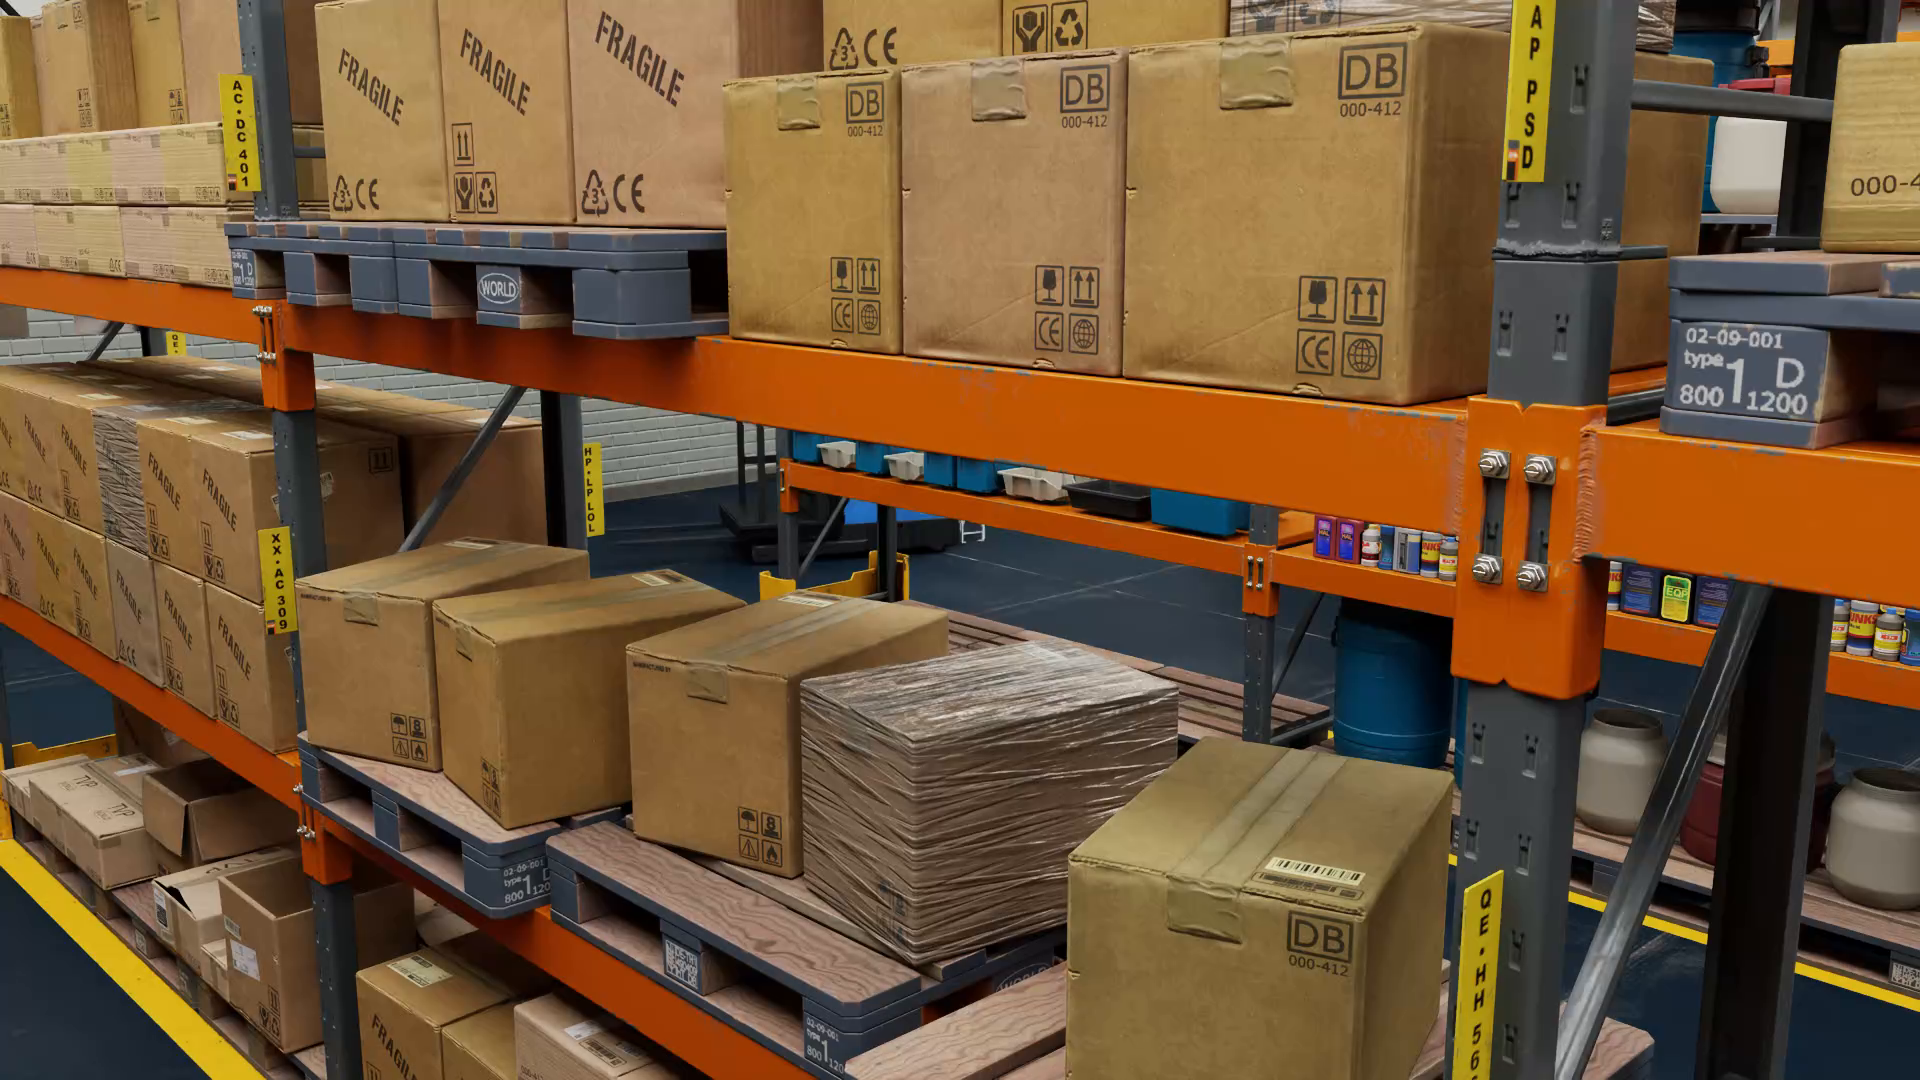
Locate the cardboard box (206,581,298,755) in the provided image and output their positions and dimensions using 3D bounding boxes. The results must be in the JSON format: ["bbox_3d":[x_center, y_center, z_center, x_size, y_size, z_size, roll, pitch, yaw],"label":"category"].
[{"bbox_3d":[-2.218,0.385,5.698,0.500,0.500,0.500,-11,16,-42],"label":"cardboard box"}]

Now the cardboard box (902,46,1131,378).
[{"bbox_3d":[0.397,-0.596,3.029,0.910,0.500,0.500,-11,16,-43],"label":"cardboard box"}]

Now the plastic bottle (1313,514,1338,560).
[{"bbox_3d":[1.842,-0.048,8.339,0.061,0.283,0.133,-11,16,-43],"label":"plastic bottle"}]

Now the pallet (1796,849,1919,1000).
[{"bbox_3d":[4.085,1.622,6.853,1.003,0.211,1.213,-11,16,-43],"label":"pallet"}]

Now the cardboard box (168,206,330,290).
[{"bbox_3d":[-2.216,-0.958,5.404,0.500,0.250,0.500,-11,16,-43],"label":"cardboard box"}]

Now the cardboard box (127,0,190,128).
[{"bbox_3d":[-2.643,-1.767,6.233,0.700,0.500,0.500,-11,16,-43],"label":"cardboard box"}]

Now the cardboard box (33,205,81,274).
[{"bbox_3d":[-3.247,-1.178,6.472,0.500,0.250,0.500,-11,16,-43],"label":"cardboard box"}]

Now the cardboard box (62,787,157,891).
[{"bbox_3d":[-3.589,1.284,7.309,0.500,0.250,0.500,-11,16,-43],"label":"cardboard box"}]

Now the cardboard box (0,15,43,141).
[{"bbox_3d":[-3.799,-1.963,7.183,0.700,0.500,0.500,-11,16,-43],"label":"cardboard box"}]

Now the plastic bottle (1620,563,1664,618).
[{"bbox_3d":[2.983,0.148,7.221,0.144,0.351,0.185,-11,16,-43],"label":"plastic bottle"}]

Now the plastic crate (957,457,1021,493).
[{"bbox_3d":[0.184,-0.431,10.177,0.416,0.233,0.300,-11,16,-43],"label":"plastic crate"}]

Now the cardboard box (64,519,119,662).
[{"bbox_3d":[-3.285,0.162,6.784,0.500,0.500,0.500,-11,16,-42],"label":"cardboard box"}]

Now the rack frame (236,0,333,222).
[{"bbox_3d":[-1.687,-2.467,4.922,1.000,3.000,0.127,-11,16,-43],"label":"rack frame"}]

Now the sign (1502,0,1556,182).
[{"bbox_3d":[0.681,-0.592,1.974,0.100,0.325,0.005,-11,16,-43],"label":"sign"}]

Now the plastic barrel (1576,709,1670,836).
[{"bbox_3d":[3.075,1.075,7.725,0.421,0.512,0.421,0,12,0],"label":"plastic barrel"}]

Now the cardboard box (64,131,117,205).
[{"bbox_3d":[-2.906,-1.349,6.063,0.500,0.250,0.500,-11,16,-43],"label":"cardboard box"}]

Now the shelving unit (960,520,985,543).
[{"bbox_3d":[0.007,-0.616,15.266,0.258,1.200,0.503,-6,13,-26],"label":"shelving unit"}]

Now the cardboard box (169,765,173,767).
[{"bbox_3d":[-3.682,1.177,8.036,0.380,0.166,0.250,-11,16,-43],"label":"cardboard box"}]

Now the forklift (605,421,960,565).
[{"bbox_3d":[-1.577,-1.340,14.488,3.031,2.935,1.130,-4,12,-17],"label":"forklift"}]

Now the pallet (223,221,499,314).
[{"bbox_3d":[-1.288,-0.801,4.734,1.213,0.211,1.003,-11,16,-43],"label":"pallet"}]

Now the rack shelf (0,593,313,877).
[{"bbox_3d":[-3.069,0.532,7.017,1.077,0.370,4.000,-11,16,-43],"label":"rack shelf"}]

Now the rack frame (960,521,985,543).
[{"bbox_3d":[0.115,-0.572,15.052,0.240,1.200,0.015,-6,13,-26],"label":"rack frame"}]

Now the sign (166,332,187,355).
[{"bbox_3d":[-4.035,-0.908,8.573,0.100,0.325,0.005,-11,16,-43],"label":"sign"}]

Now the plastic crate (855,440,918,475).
[{"bbox_3d":[-0.478,-0.571,10.856,0.416,0.233,0.300,-11,16,-43],"label":"plastic crate"}]

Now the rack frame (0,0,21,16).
[{"bbox_3d":[-4.450,-3.050,7.756,1.000,3.000,0.127,-11,16,-43],"label":"rack frame"}]

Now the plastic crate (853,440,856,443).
[{"bbox_3d":[-0.498,-0.826,11.588,0.616,0.435,0.499,-11,16,-43],"label":"plastic crate"}]

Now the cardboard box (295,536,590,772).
[{"bbox_3d":[-1.522,0.317,4.988,0.500,0.500,0.700,6,13,26],"label":"cardboard box"}]

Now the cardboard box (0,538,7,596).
[{"bbox_3d":[-4.334,-0.060,7.858,0.500,0.500,0.500,-10,16,-41],"label":"cardboard box"}]

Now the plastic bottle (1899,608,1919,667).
[{"bbox_3d":[3.712,0.348,6.448,0.097,0.271,0.097,0,12,0],"label":"plastic bottle"}]

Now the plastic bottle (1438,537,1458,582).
[{"bbox_3d":[2.322,0.088,7.881,0.097,0.201,0.097,0,12,0],"label":"plastic bottle"}]

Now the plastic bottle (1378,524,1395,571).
[{"bbox_3d":[2.095,0.006,8.107,0.097,0.271,0.097,0,12,0],"label":"plastic bottle"}]

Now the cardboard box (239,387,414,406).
[{"bbox_3d":[-2.521,-0.325,6.670,0.500,0.500,0.500,11,16,43],"label":"cardboard box"}]

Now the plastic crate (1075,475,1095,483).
[{"bbox_3d":[0.976,-0.438,10.087,0.437,0.282,0.530,-11,16,-43],"label":"plastic crate"}]

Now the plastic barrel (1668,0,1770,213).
[{"bbox_3d":[3.187,-1.911,7.374,0.600,0.901,0.708,-11,16,-43],"label":"plastic barrel"}]

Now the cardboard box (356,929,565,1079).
[{"bbox_3d":[-1.530,1.585,5.228,0.500,0.500,0.500,11,16,43],"label":"cardboard box"}]

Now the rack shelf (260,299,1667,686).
[{"bbox_3d":[-0.306,-0.353,3.881,1.077,0.370,4.000,-11,16,-43],"label":"rack shelf"}]

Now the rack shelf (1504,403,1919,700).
[{"bbox_3d":[2.456,0.230,1.047,1.077,0.370,4.000,-11,16,-43],"label":"rack shelf"}]

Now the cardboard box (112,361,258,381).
[{"bbox_3d":[-3.594,-0.551,7.763,0.500,0.500,0.500,-10,16,-41],"label":"cardboard box"}]

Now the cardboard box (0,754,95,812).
[{"bbox_3d":[-4.409,1.178,8.075,0.380,0.149,0.250,-11,16,-43],"label":"cardboard box"}]

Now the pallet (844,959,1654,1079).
[{"bbox_3d":[0.556,1.060,3.146,1.213,0.211,1.003,-11,16,-43],"label":"pallet"}]

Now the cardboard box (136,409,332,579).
[{"bbox_3d":[-2.580,-0.179,5.961,0.500,0.500,0.500,-11,16,-44],"label":"cardboard box"}]

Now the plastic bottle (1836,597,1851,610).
[{"bbox_3d":[3.897,0.165,7.335,0.097,0.271,0.097,0,12,0],"label":"plastic bottle"}]

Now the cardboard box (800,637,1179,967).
[{"bbox_3d":[0.065,0.564,3.788,0.700,0.500,0.500,-7,14,-32],"label":"cardboard box"}]

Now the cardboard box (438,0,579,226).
[{"bbox_3d":[-0.915,-1.123,4.298,0.600,0.600,0.600,-11,16,-43],"label":"cardboard box"}]

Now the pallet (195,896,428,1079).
[{"bbox_3d":[-2.161,1.737,6.296,1.003,0.211,1.213,-11,16,-43],"label":"pallet"}]

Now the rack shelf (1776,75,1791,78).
[{"bbox_3d":[7.756,-4.461,16.393,1.077,0.370,4.000,-11,16,-43],"label":"rack shelf"}]

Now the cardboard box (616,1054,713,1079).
[{"bbox_3d":[-0.492,1.437,4.089,0.500,0.250,0.500,-11,16,-44],"label":"cardboard box"}]

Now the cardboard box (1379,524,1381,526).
[{"bbox_3d":[3.846,-0.442,14.187,0.875,0.875,0.875,-11,16,-43],"label":"cardboard box"}]

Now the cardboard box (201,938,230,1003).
[{"bbox_3d":[-2.588,1.562,6.208,0.380,0.149,0.250,-11,16,-43],"label":"cardboard box"}]

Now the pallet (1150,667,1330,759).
[{"bbox_3d":[1.362,1.046,9.651,1.003,0.211,1.213,-11,16,-43],"label":"pallet"}]

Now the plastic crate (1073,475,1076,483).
[{"bbox_3d":[0.739,-0.485,10.438,0.416,0.233,0.300,-11,16,-43],"label":"plastic crate"}]

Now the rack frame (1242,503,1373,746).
[{"bbox_3d":[1.898,-0.218,8.875,1.000,3.000,0.127,-11,16,-43],"label":"rack frame"}]

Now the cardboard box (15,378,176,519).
[{"bbox_3d":[-3.626,-0.400,7.034,0.500,0.500,0.500,-11,16,-42],"label":"cardboard box"}]

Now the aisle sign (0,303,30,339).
[{"bbox_3d":[-4.709,-1.354,7.948,0.394,0.787,0.004,-11,16,-43],"label":"aisle sign"}]

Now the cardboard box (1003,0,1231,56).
[{"bbox_3d":[0.426,-1.091,2.955,0.500,0.500,0.500,-11,16,-43],"label":"cardboard box"}]
